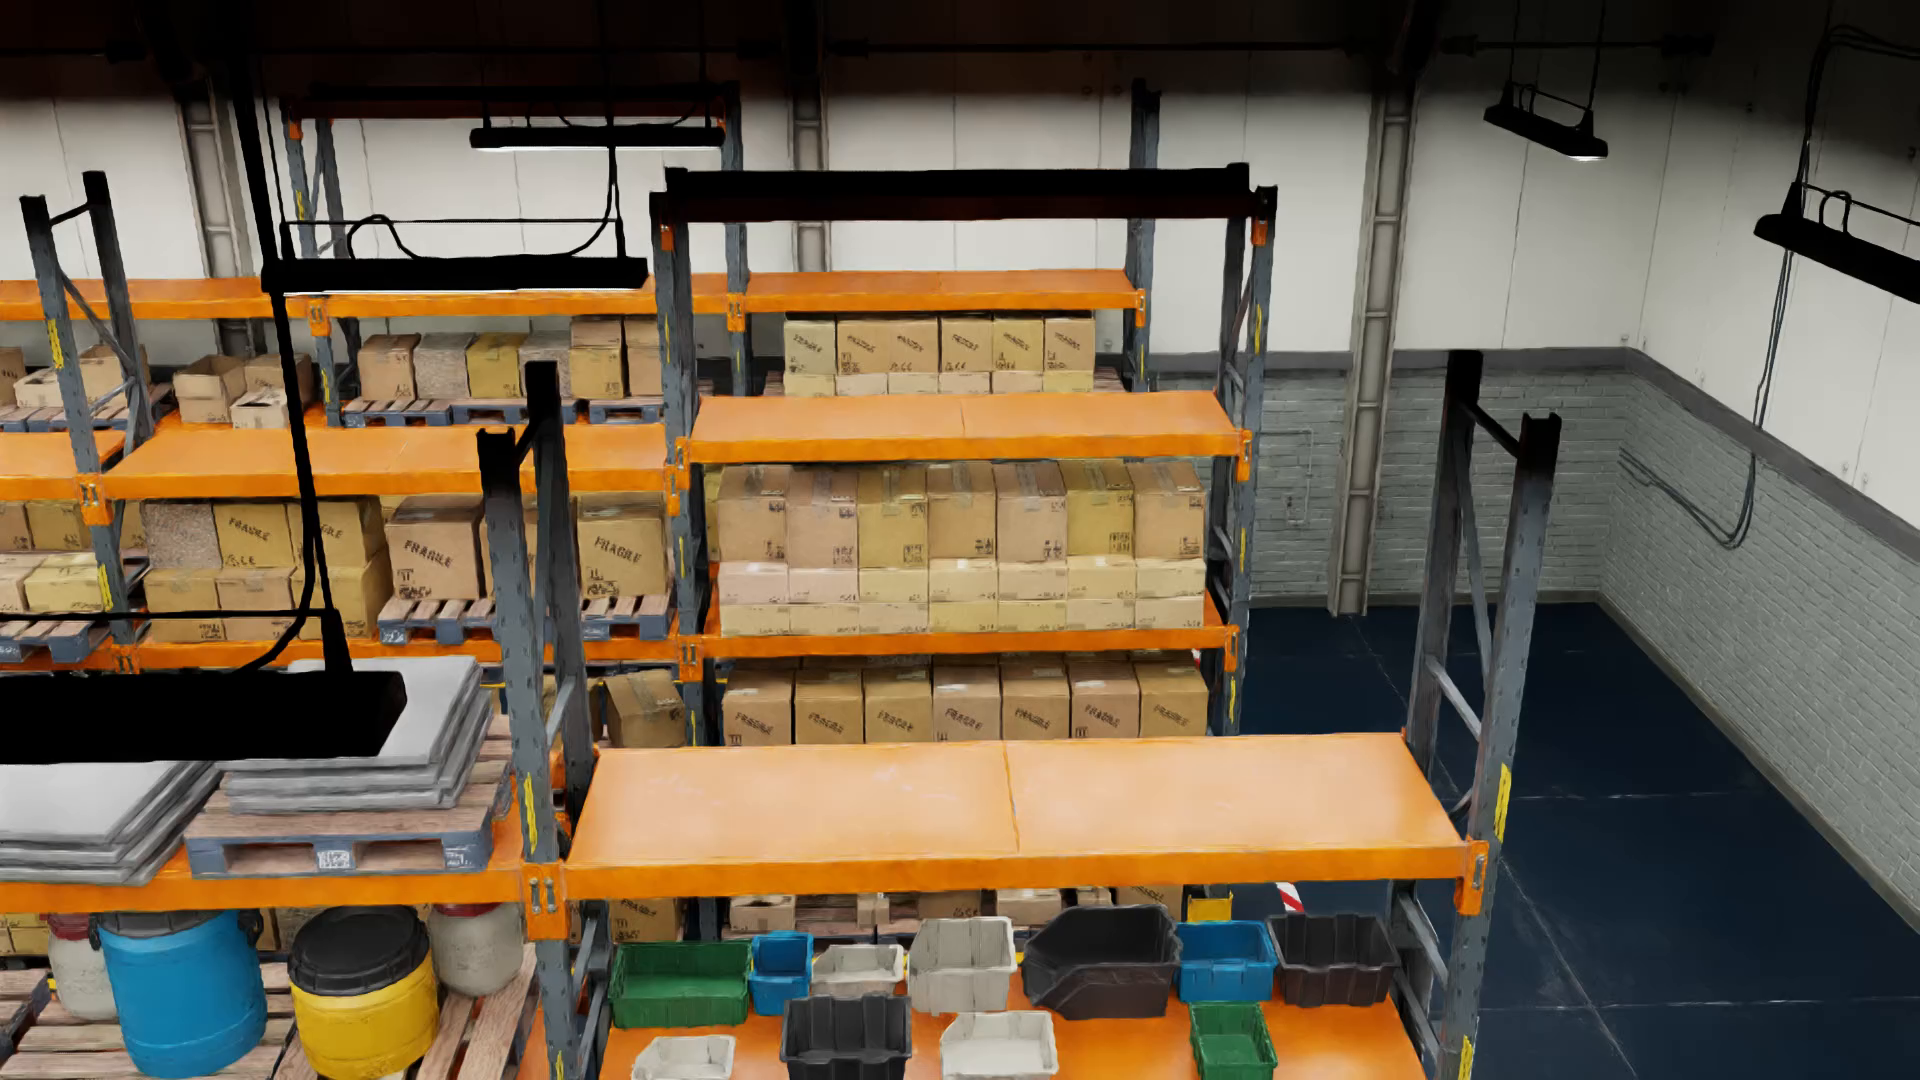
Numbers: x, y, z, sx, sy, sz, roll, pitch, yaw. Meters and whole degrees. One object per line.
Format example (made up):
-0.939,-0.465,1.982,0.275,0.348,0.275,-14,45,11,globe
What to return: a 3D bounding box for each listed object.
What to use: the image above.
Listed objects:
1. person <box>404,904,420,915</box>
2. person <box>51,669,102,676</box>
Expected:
-3.796,3.066,11.430,1.097,1.585,0.449,-2,22,-4,person
-8.297,1.350,15.596,1.028,1.662,0.537,-4,23,-10,person
